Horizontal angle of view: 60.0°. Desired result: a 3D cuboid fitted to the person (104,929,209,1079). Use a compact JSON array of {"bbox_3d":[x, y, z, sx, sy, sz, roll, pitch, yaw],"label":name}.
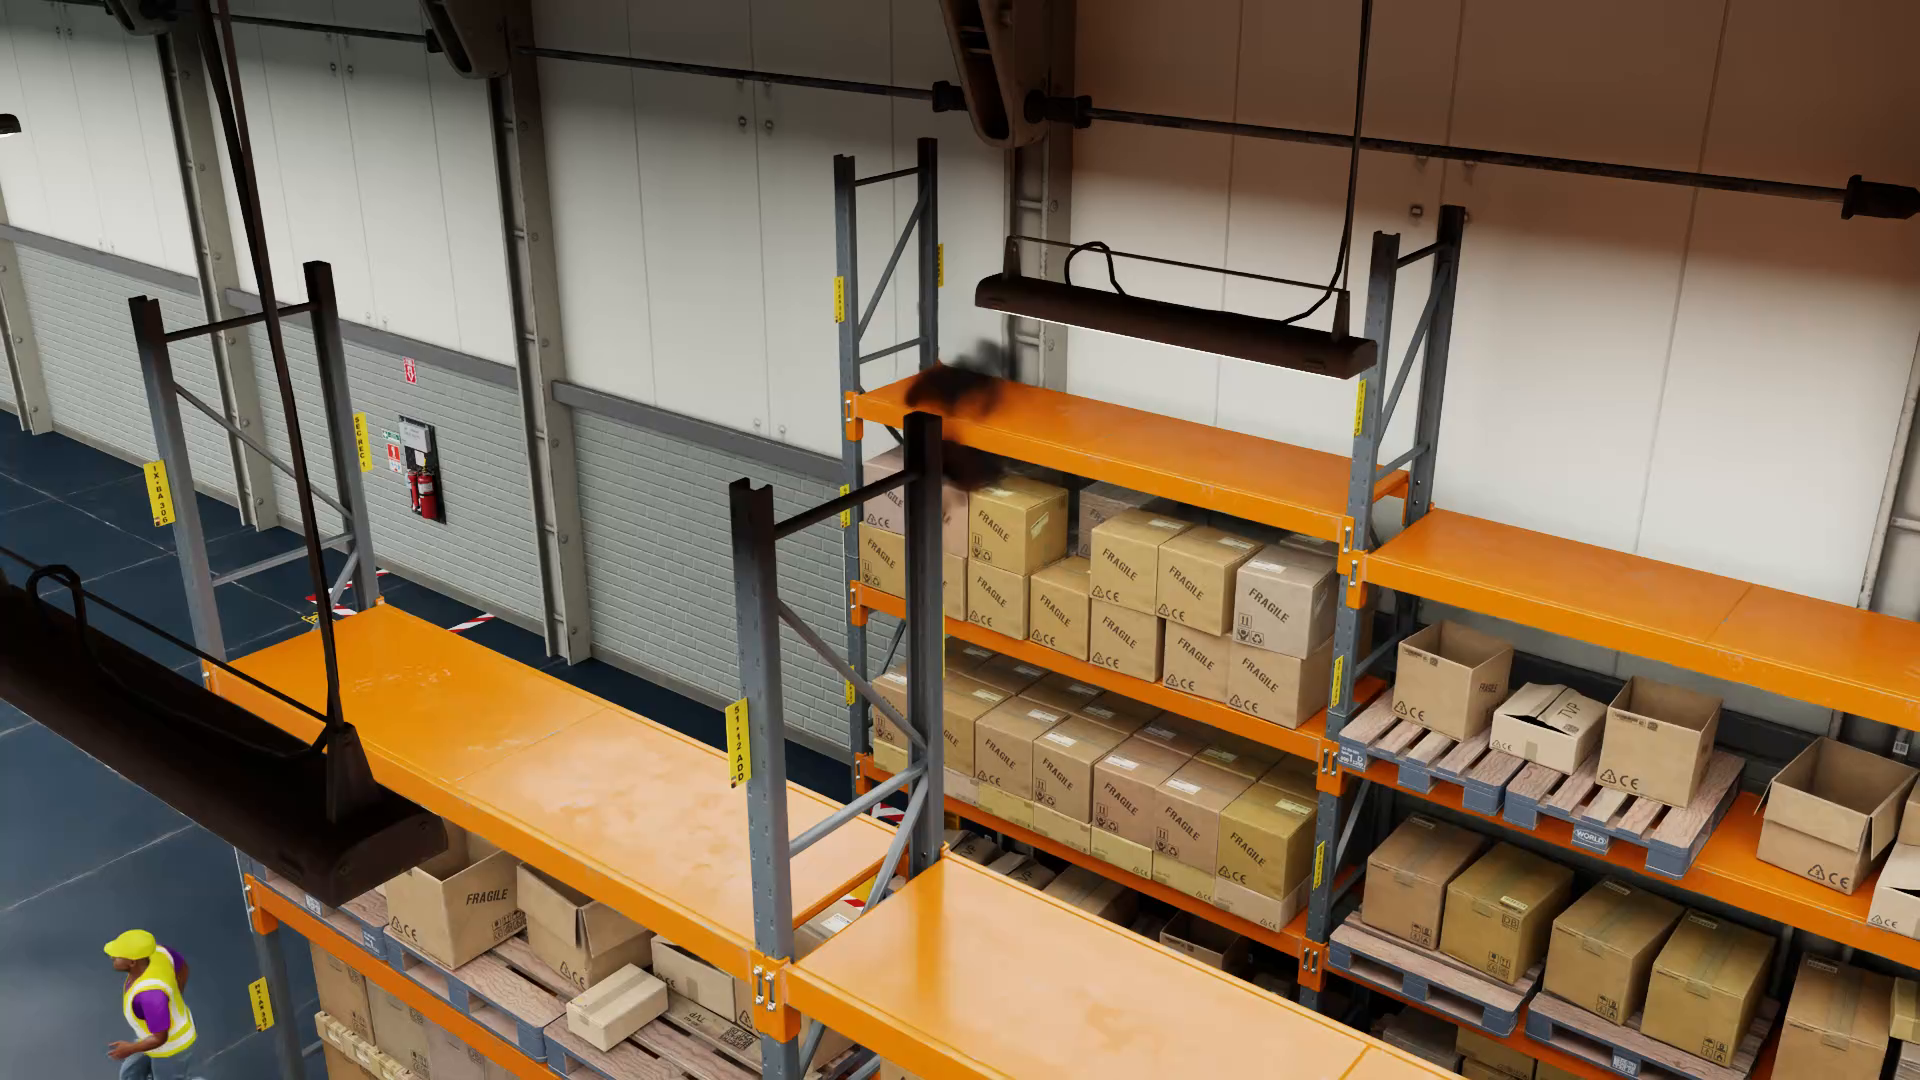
[{"bbox_3d":[-5.158,3.213,10.746,0.648,1.686,0.638,-12,25,-26],"label":"person"}]
